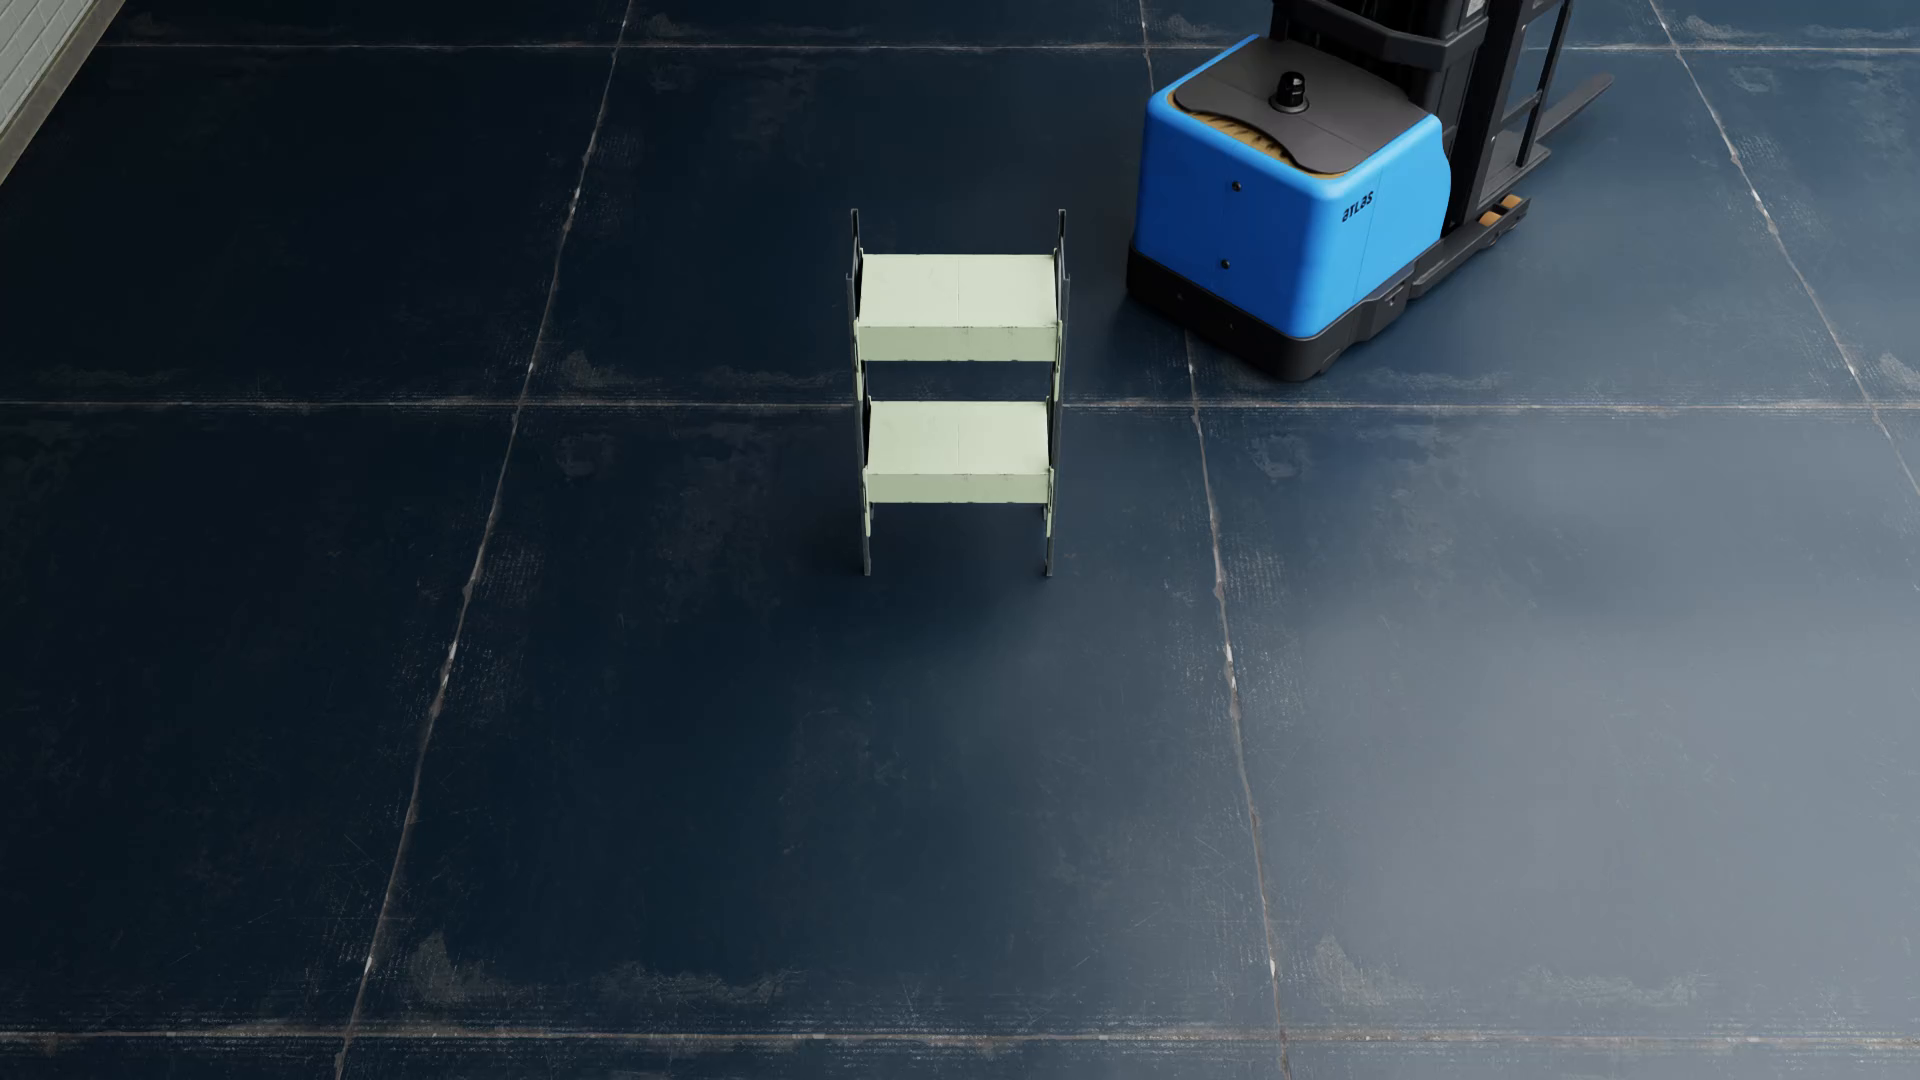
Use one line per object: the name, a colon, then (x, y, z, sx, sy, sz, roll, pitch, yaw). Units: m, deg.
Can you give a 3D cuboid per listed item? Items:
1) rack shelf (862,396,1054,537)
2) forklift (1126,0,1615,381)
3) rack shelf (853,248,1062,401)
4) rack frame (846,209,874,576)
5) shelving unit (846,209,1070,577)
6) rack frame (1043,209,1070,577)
rack shelf: (-0.007, -0.289, 6.520, 0.720, 0.370, 0.431, 0, 47, 0)
forklift: (2.173, -2.682, 7.325, 1.130, 2.935, 3.031, 36, 56, 28)
rack shelf: (-0.007, -0.777, 5.996, 0.720, 0.370, 0.431, 0, 47, 0)
rack frame: (-0.373, -0.512, 6.283, 0.023, 1.500, 0.400, 0, 47, 0)
shelving unit: (-0.007, -0.511, 6.282, 0.755, 1.500, 0.431, 0, 47, 0)
rack frame: (0.359, -0.510, 6.281, 0.023, 1.500, 0.400, 0, 47, 0)
